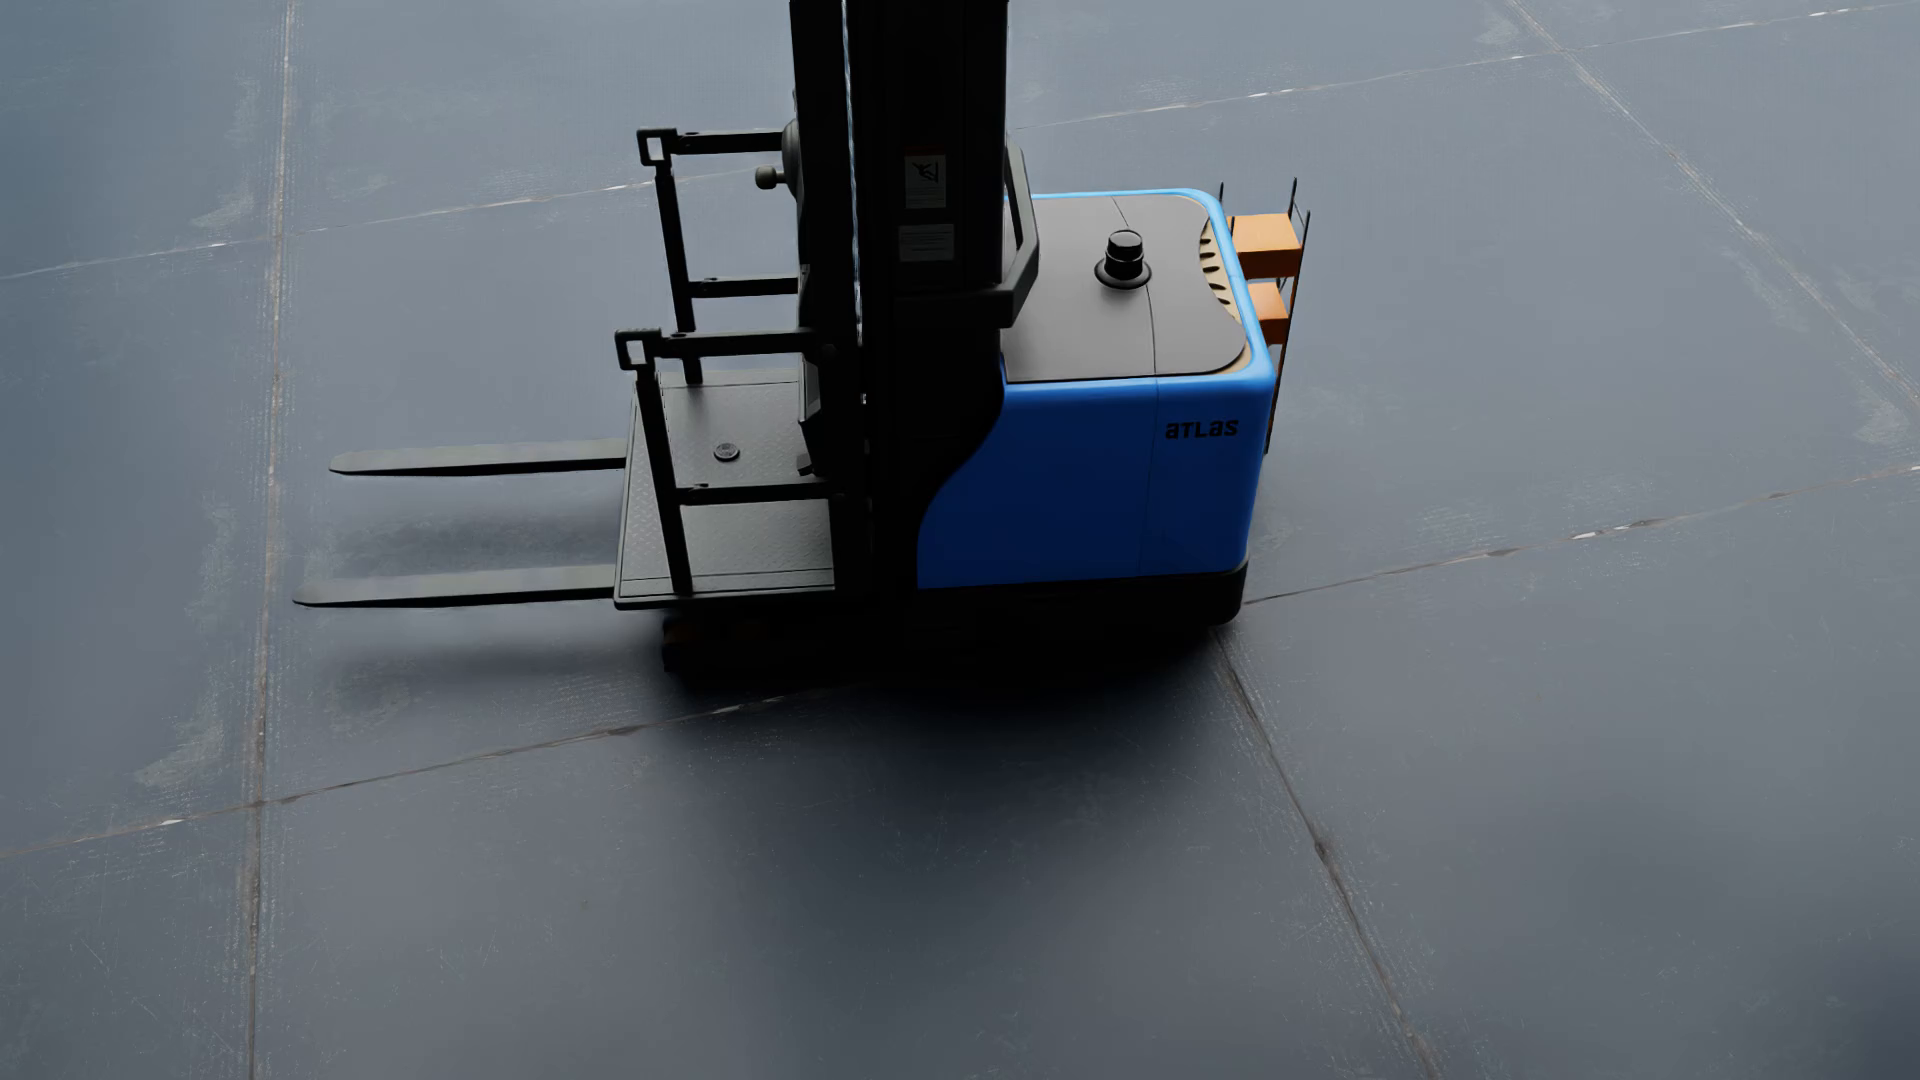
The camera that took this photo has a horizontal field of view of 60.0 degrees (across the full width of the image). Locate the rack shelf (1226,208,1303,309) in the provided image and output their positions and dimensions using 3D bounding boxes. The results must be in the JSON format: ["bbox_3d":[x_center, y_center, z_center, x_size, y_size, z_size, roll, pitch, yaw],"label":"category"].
[{"bbox_3d":[0.985,-0.932,5.546,0.240,0.259,0.215,-4,46,-4],"label":"rack shelf"}]

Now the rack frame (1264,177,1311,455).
[{"bbox_3d":[1.107,-0.749,5.749,0.008,1.050,0.200,-4,46,-4],"label":"rack frame"}]

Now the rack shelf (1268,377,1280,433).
[{"bbox_3d":[0.985,-0.539,5.947,0.240,0.259,0.215,-4,46,-4],"label":"rack shelf"}]

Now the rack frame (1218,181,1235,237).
[{"bbox_3d":[0.864,-0.733,5.733,0.008,1.050,0.200,-4,46,-4],"label":"rack frame"}]

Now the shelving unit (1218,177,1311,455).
[{"bbox_3d":[0.985,-0.741,5.741,0.252,1.050,0.215,-4,46,-4],"label":"shelving unit"}]

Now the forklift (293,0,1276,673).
[{"bbox_3d":[-0.623,-0.995,4.673,3.031,2.935,1.130,-3,46,-3],"label":"forklift"}]

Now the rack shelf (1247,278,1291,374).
[{"bbox_3d":[0.985,-0.733,5.748,0.240,0.259,0.215,-4,46,-4],"label":"rack shelf"}]
